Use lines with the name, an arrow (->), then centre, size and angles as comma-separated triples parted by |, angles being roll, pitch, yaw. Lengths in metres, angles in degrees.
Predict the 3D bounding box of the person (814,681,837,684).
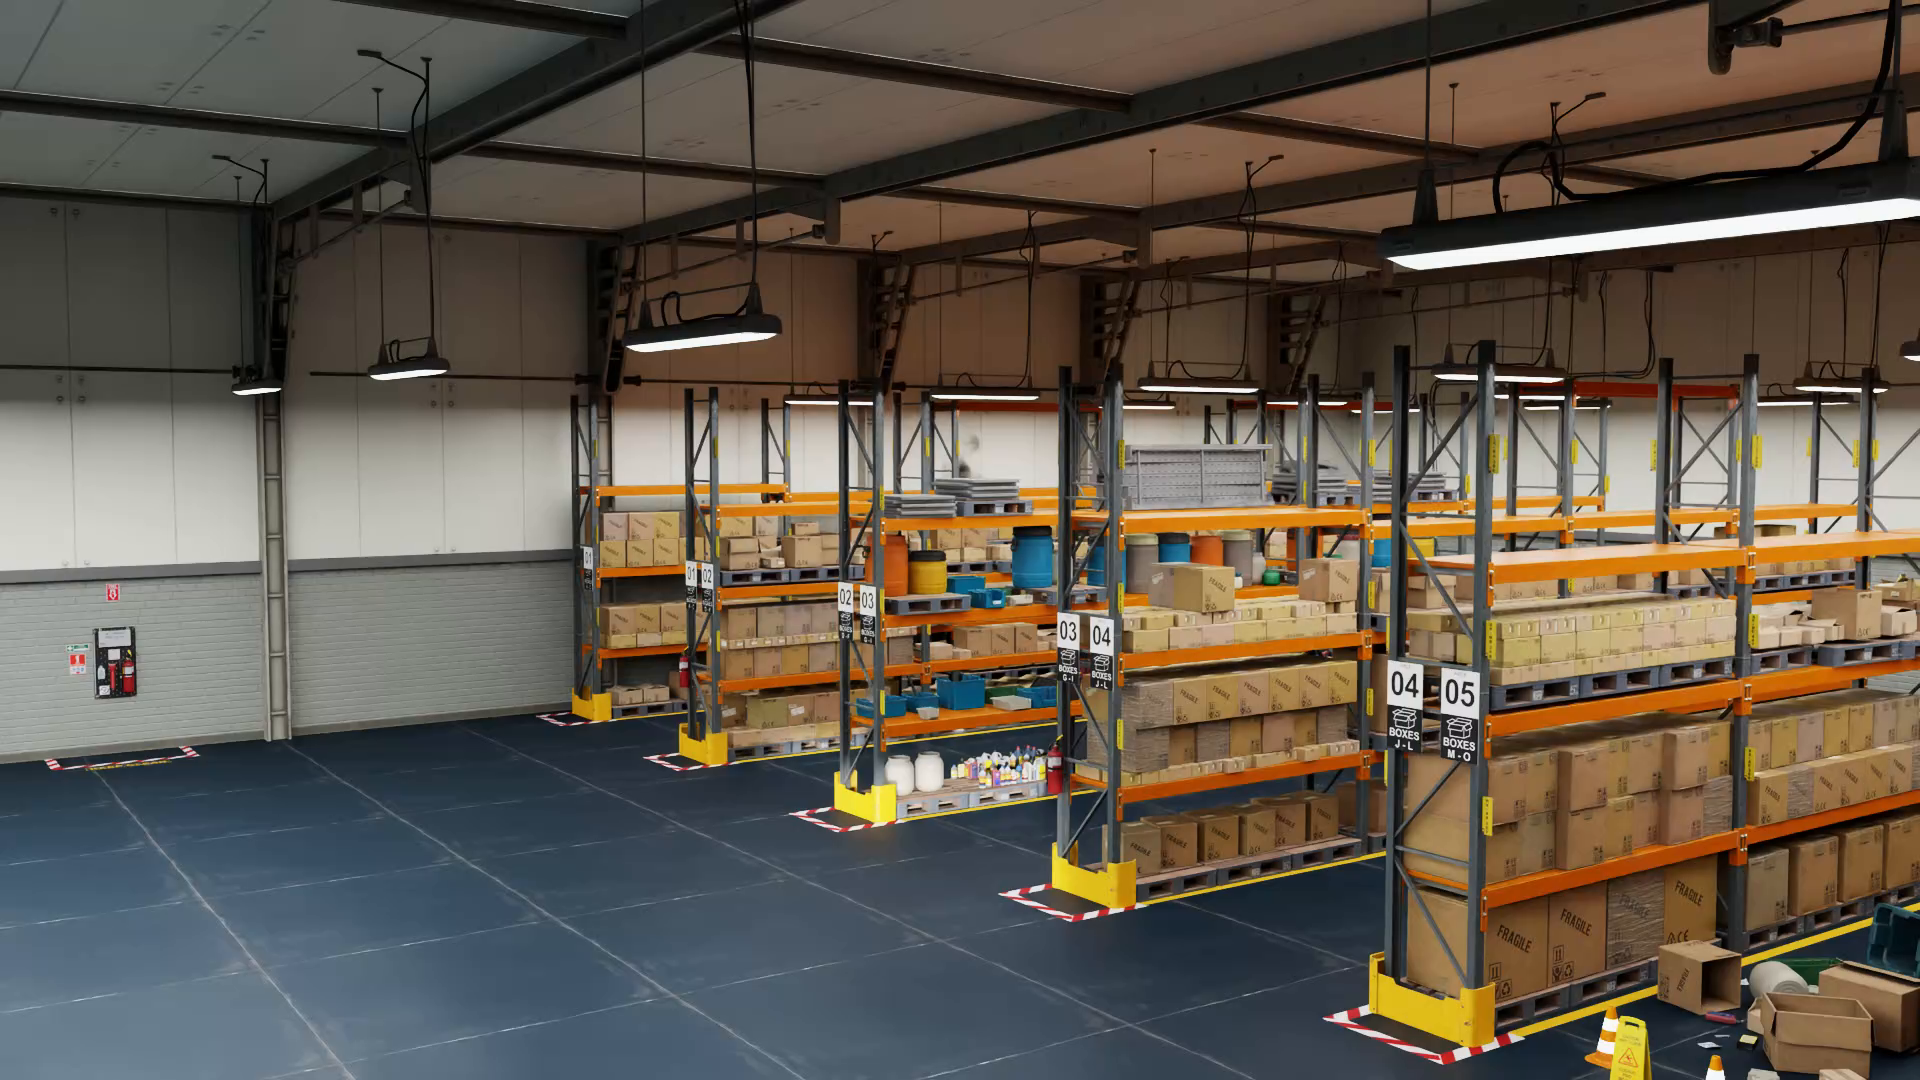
person -> -2.447, 2.533, 30.316 | 0.713, 1.687, 0.597 | -3, 5, -40
